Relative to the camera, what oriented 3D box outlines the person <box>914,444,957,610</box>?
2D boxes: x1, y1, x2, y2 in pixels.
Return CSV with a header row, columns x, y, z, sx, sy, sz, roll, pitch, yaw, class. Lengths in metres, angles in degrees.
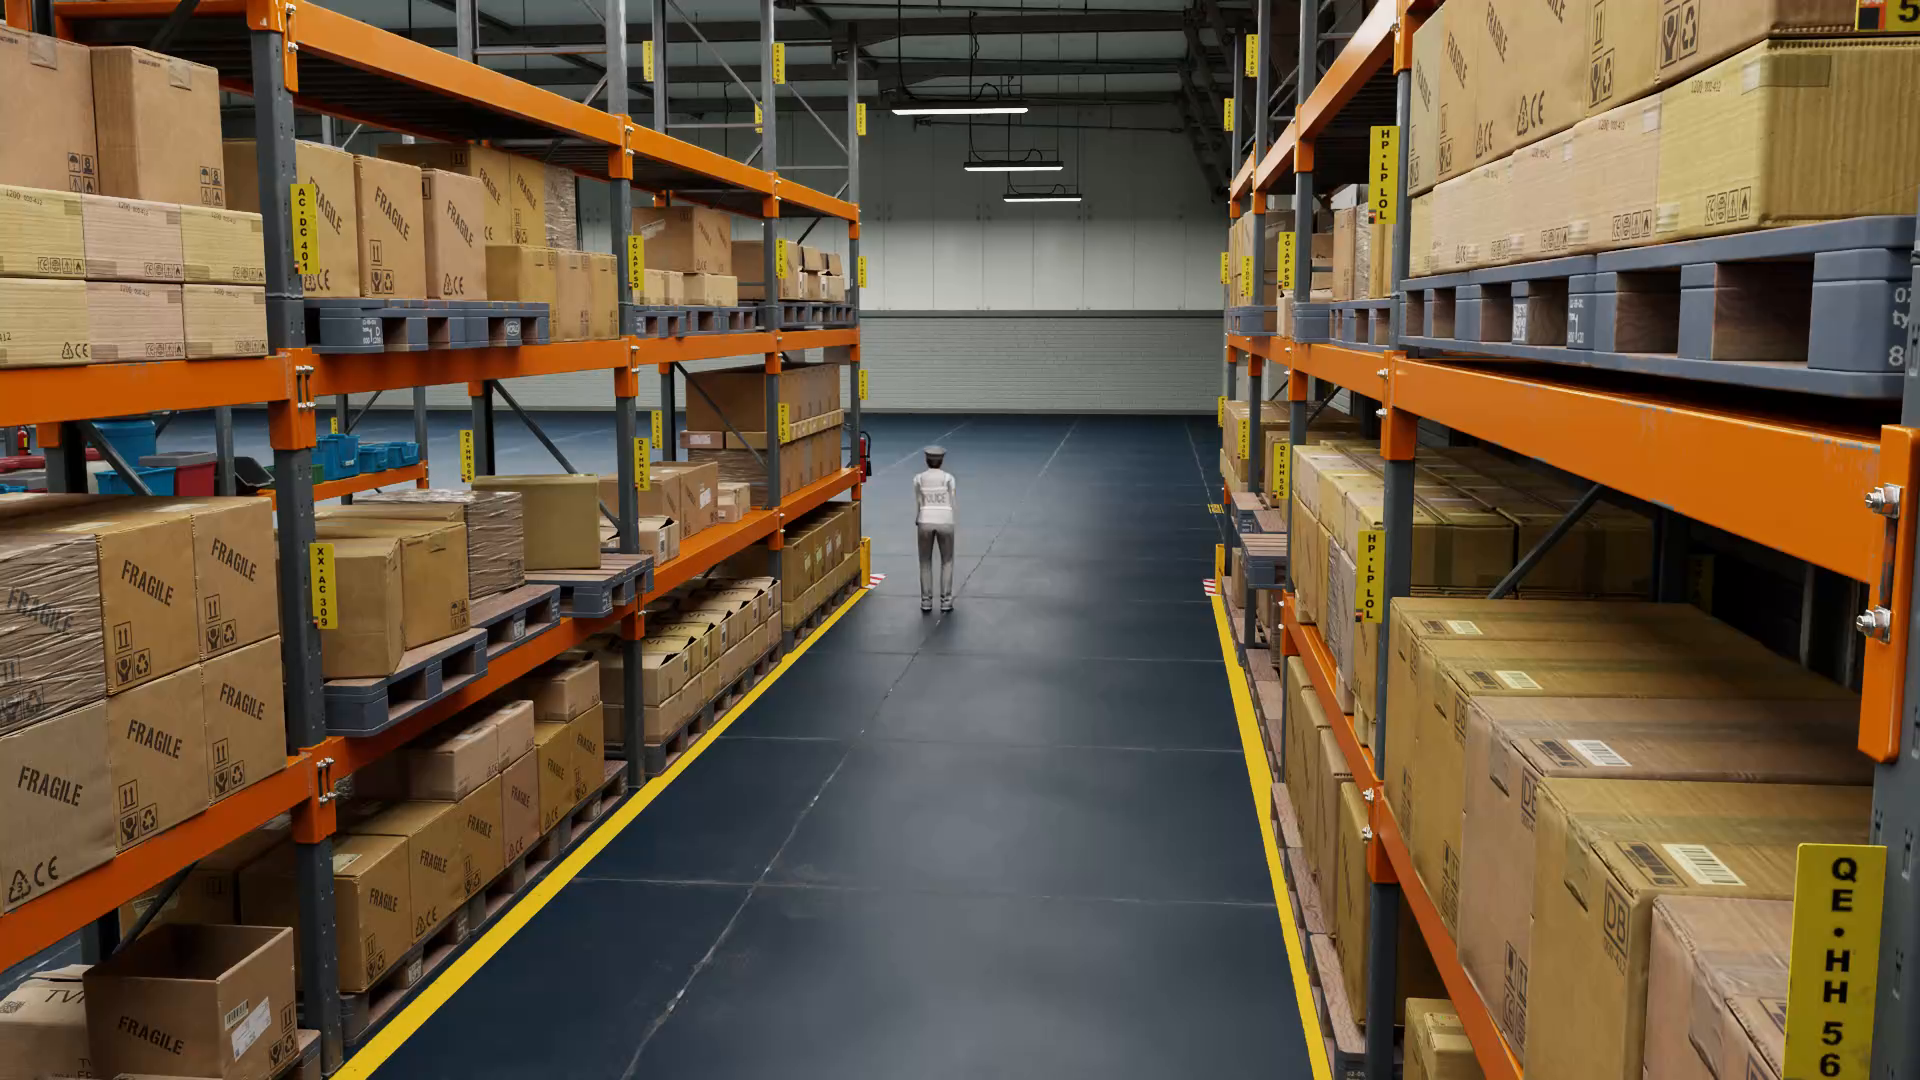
x,y,z,sx,sy,sz,roll,pitch,yaw,class
-0.247,-0.126,16.717,0.417,1.677,0.535,1,8,5,person
